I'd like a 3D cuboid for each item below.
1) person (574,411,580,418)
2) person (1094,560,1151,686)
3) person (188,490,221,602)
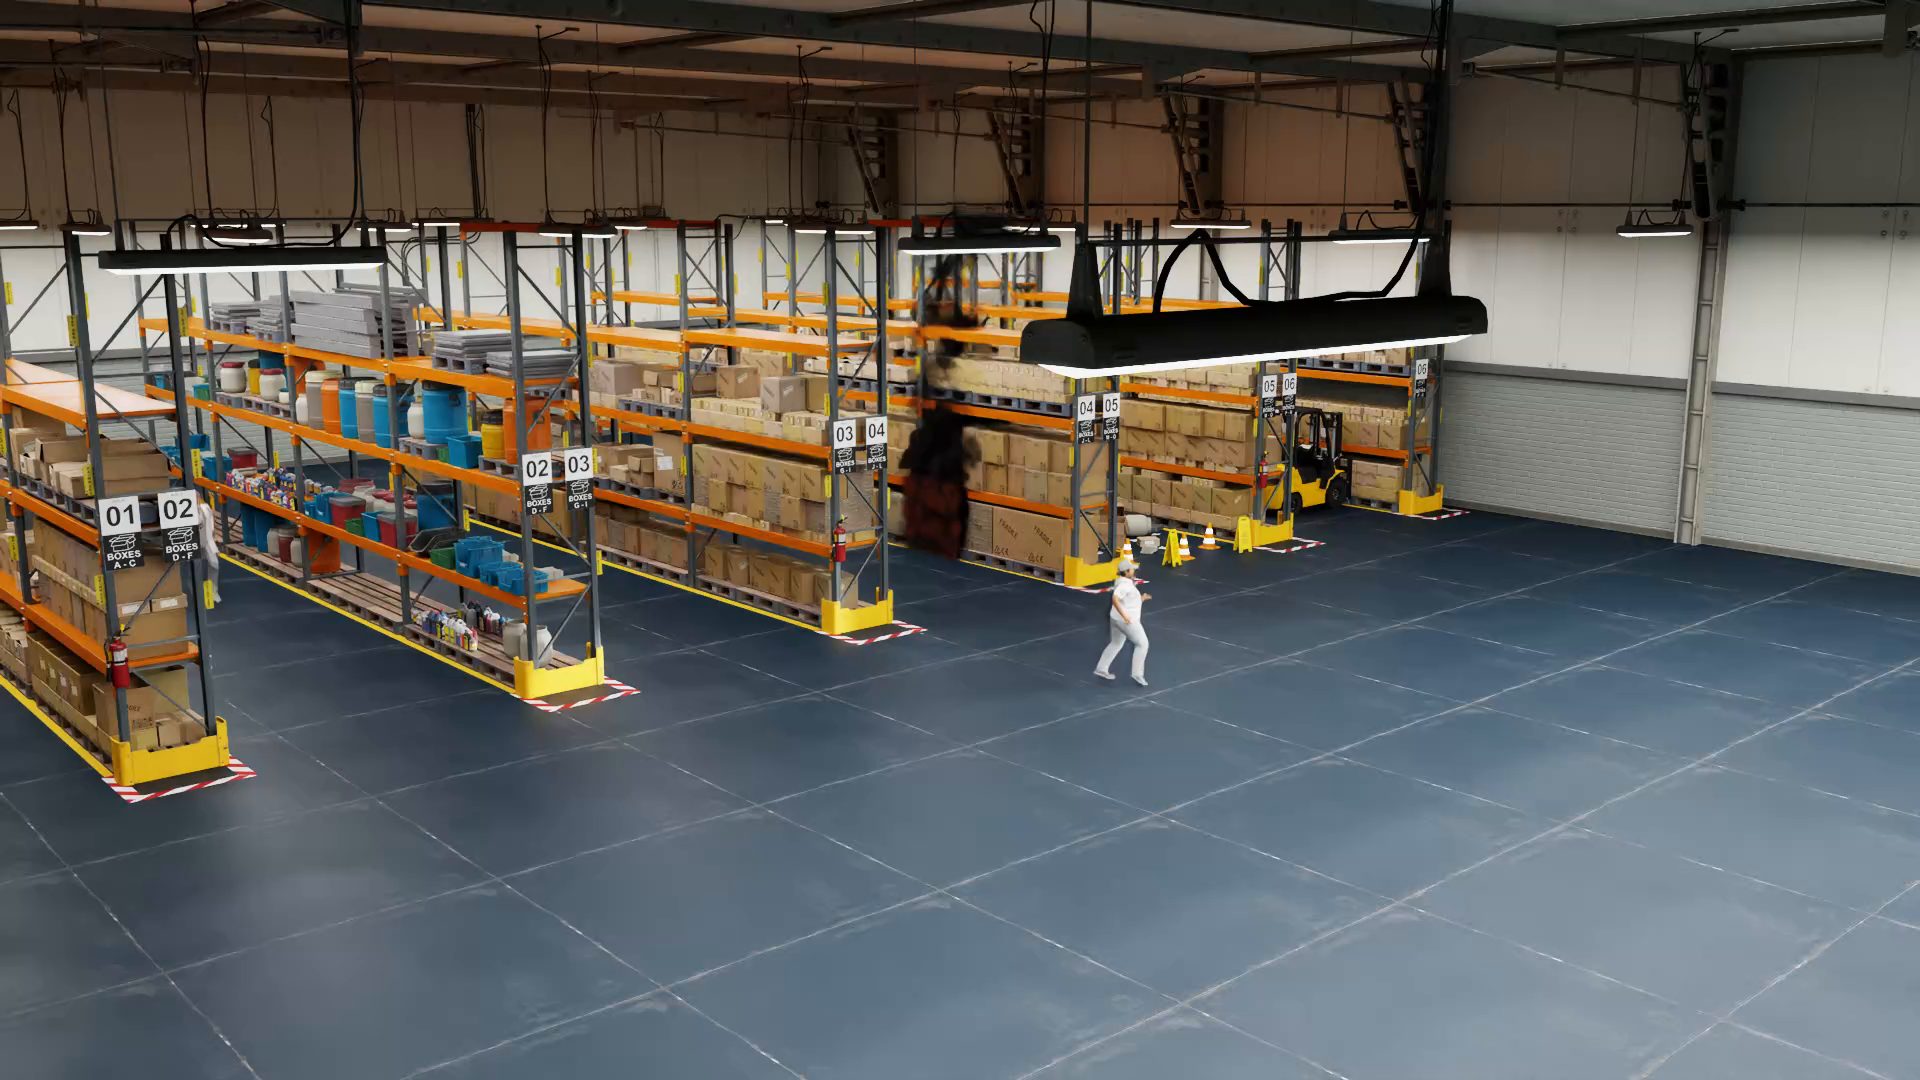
[{"bbox_3d":[-8.833,-2.117,37.953,0.723,1.697,0.654,-9,14,-37],"label":"person"},{"bbox_3d":[2.187,1.118,22.162,0.759,1.732,0.582,-3,12,-14],"label":"person"},{"bbox_3d":[-12.295,0.102,26.885,0.823,1.842,0.690,11,16,43],"label":"person"}]
